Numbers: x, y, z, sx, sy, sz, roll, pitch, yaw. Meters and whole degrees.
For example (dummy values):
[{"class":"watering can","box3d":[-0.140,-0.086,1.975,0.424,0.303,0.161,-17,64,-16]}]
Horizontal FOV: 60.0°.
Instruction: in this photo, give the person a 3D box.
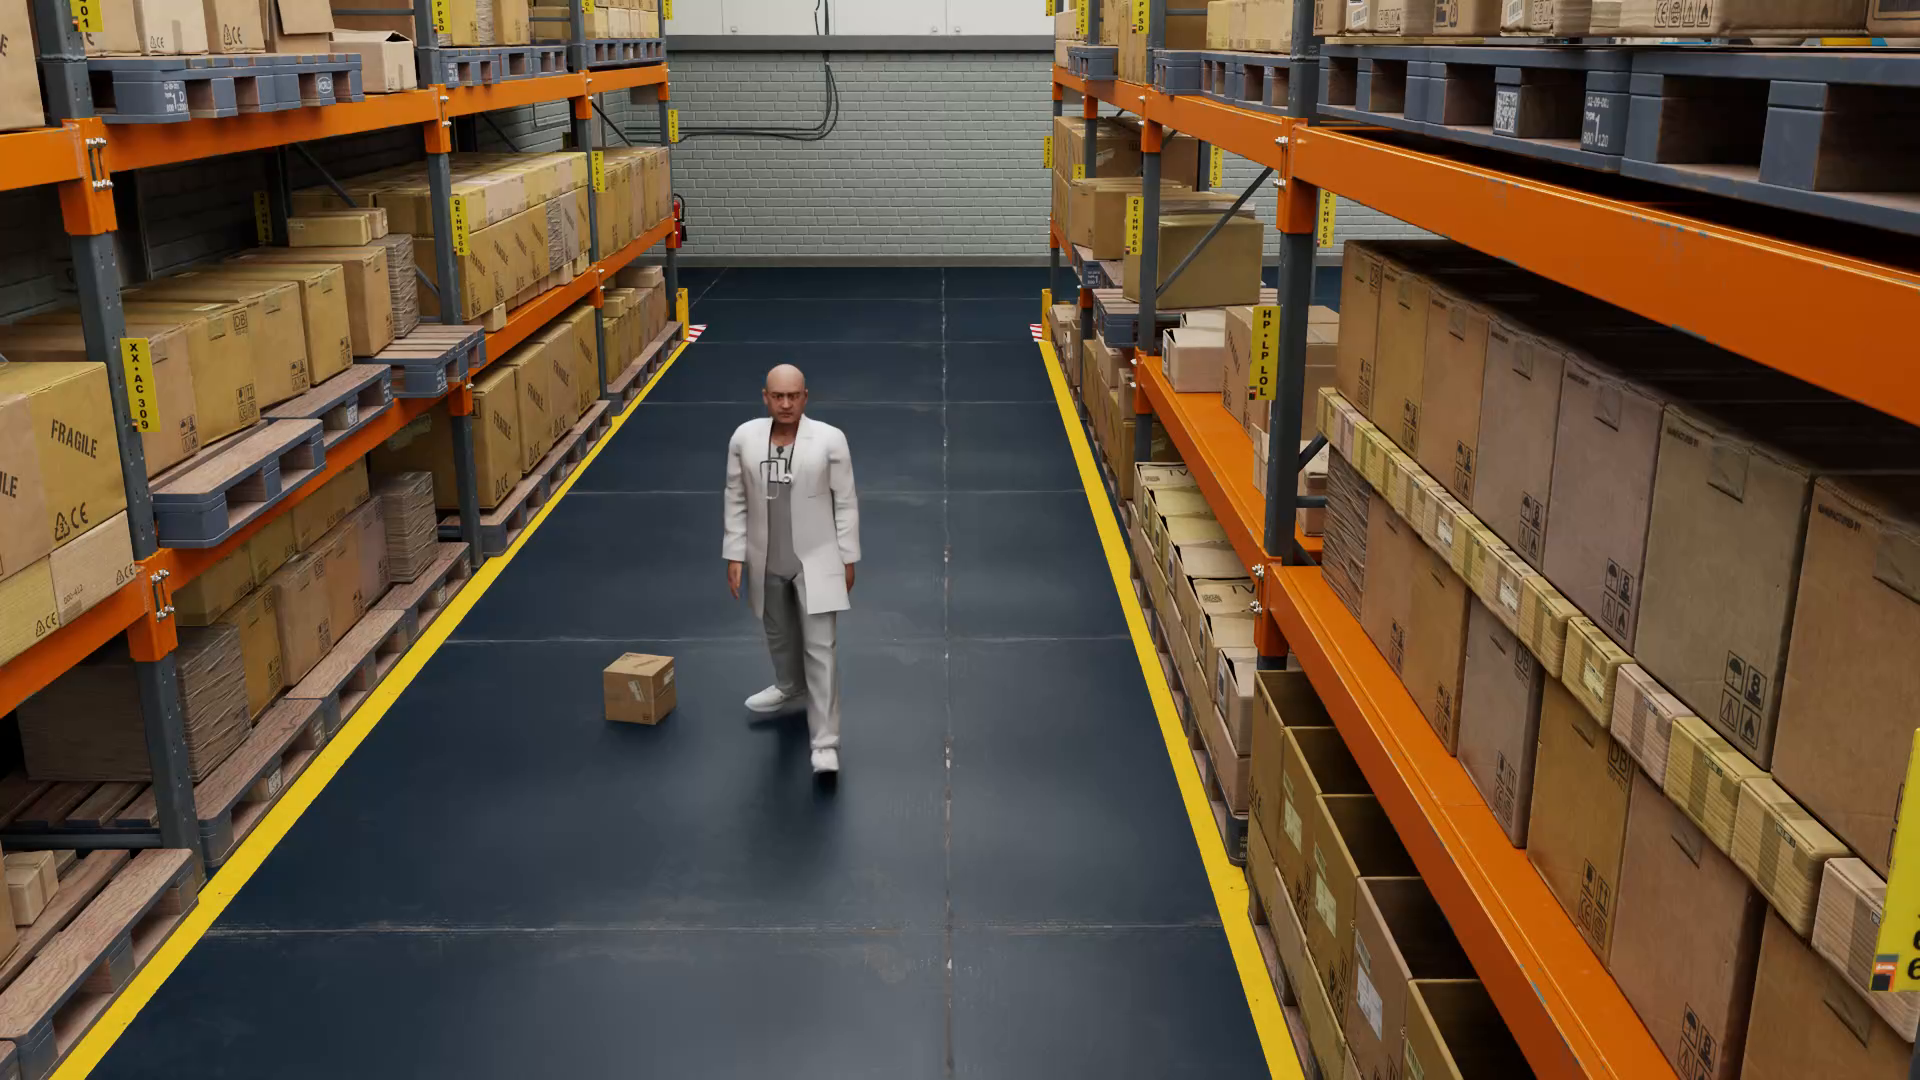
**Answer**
[{"class":"person","box3d":[-0.743,0.090,7.282,0.659,1.747,0.991,4,17,13]}]
